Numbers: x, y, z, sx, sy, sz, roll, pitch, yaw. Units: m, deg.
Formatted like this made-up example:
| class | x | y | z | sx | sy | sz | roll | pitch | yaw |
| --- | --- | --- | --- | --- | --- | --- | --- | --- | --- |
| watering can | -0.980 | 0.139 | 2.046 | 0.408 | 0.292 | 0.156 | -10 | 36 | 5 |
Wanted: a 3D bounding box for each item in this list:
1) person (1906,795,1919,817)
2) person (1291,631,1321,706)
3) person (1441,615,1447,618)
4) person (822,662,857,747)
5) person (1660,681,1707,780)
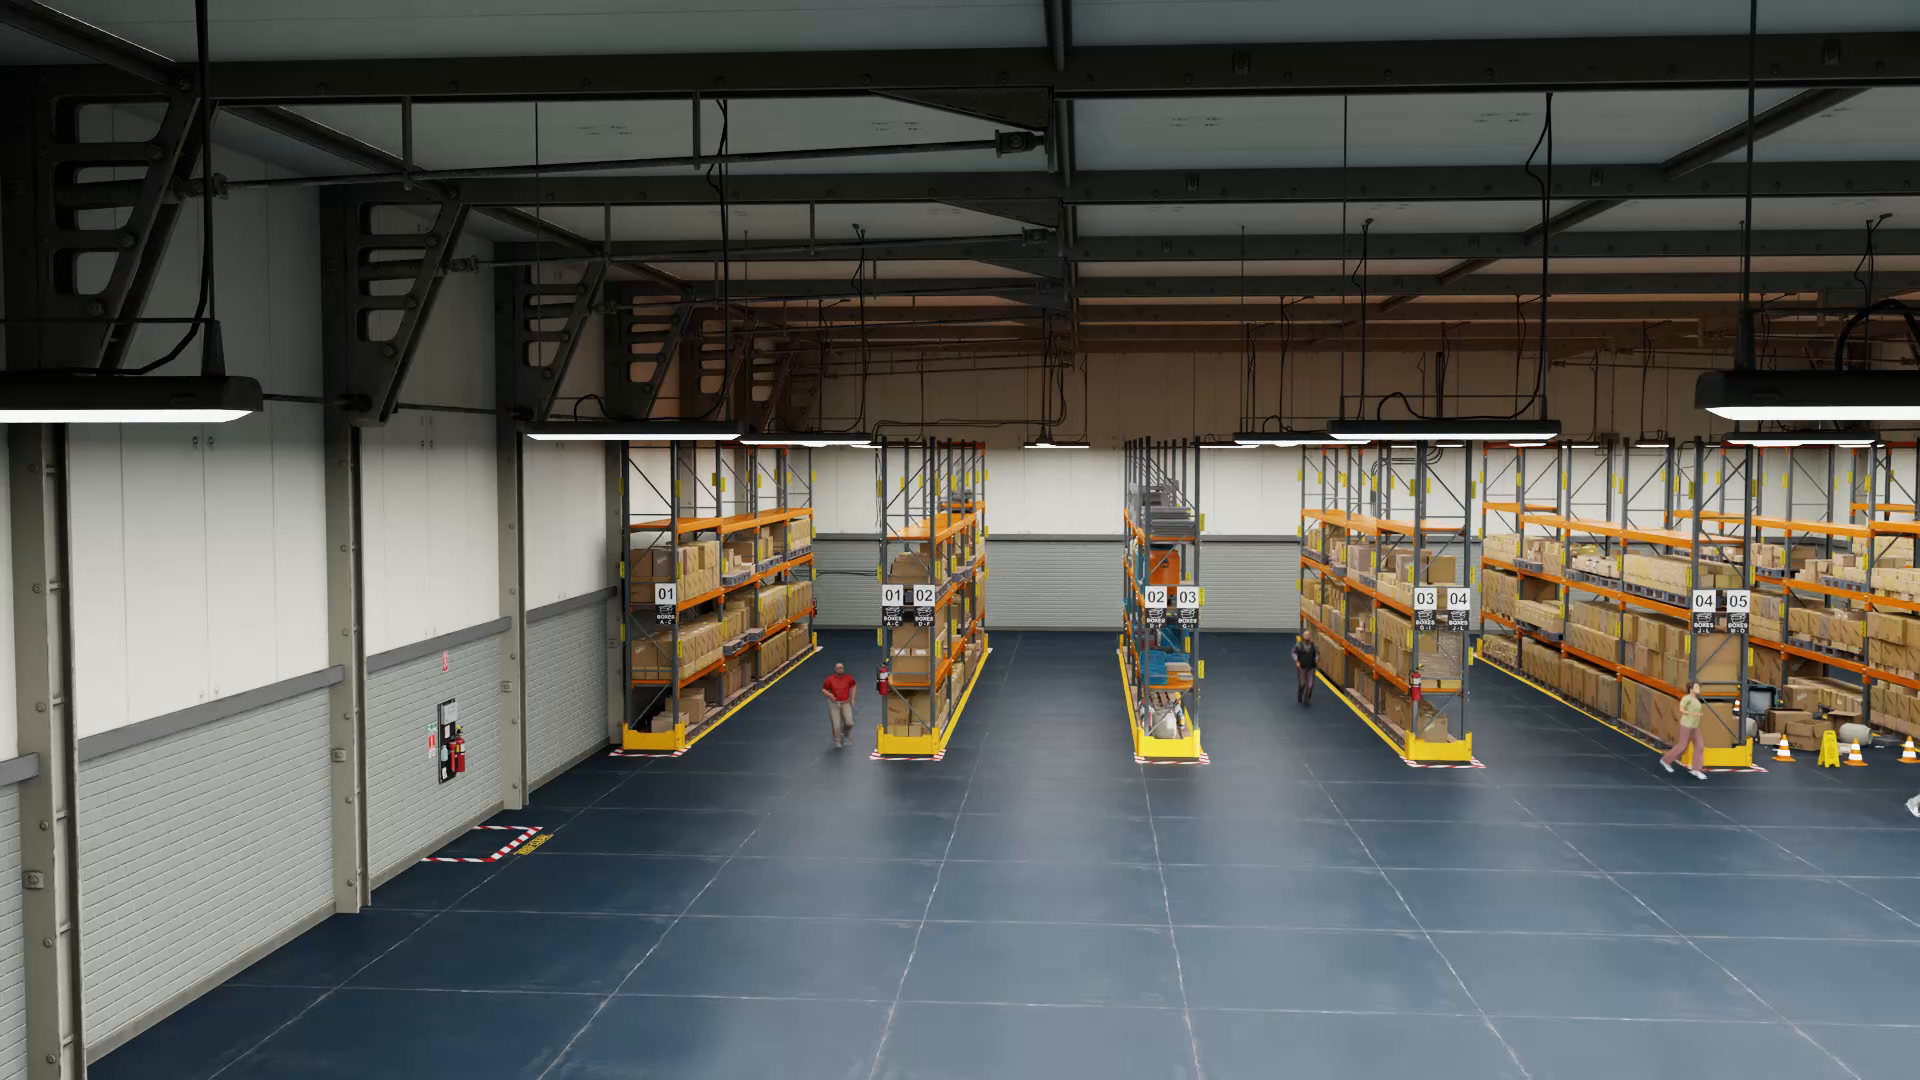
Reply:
| class | x | y | z | sx | sy | sz | roll | pitch | yaw |
| --- | --- | --- | --- | --- | --- | --- | --- | --- | --- |
| person | 15.004 | 3.549 | 25.447 | 0.544 | 1.586 | 0.879 | -3 | 4 | -43 |
| person | 7.779 | 2.883 | 37.308 | 0.654 | 1.673 | 0.590 | 0 | 3 | 2 |
| person | 13.730 | 2.378 | 46.922 | 0.657 | 1.764 | 0.679 | -2 | 4 | -30 |
| person | -2.287 | 3.171 | 31.798 | 0.689 | 1.661 | 0.678 | -1 | 3 | -11 |
| person | 12.850 | 3.321 | 29.343 | 0.584 | 1.686 | 0.856 | -2 | 4 | -36 |
